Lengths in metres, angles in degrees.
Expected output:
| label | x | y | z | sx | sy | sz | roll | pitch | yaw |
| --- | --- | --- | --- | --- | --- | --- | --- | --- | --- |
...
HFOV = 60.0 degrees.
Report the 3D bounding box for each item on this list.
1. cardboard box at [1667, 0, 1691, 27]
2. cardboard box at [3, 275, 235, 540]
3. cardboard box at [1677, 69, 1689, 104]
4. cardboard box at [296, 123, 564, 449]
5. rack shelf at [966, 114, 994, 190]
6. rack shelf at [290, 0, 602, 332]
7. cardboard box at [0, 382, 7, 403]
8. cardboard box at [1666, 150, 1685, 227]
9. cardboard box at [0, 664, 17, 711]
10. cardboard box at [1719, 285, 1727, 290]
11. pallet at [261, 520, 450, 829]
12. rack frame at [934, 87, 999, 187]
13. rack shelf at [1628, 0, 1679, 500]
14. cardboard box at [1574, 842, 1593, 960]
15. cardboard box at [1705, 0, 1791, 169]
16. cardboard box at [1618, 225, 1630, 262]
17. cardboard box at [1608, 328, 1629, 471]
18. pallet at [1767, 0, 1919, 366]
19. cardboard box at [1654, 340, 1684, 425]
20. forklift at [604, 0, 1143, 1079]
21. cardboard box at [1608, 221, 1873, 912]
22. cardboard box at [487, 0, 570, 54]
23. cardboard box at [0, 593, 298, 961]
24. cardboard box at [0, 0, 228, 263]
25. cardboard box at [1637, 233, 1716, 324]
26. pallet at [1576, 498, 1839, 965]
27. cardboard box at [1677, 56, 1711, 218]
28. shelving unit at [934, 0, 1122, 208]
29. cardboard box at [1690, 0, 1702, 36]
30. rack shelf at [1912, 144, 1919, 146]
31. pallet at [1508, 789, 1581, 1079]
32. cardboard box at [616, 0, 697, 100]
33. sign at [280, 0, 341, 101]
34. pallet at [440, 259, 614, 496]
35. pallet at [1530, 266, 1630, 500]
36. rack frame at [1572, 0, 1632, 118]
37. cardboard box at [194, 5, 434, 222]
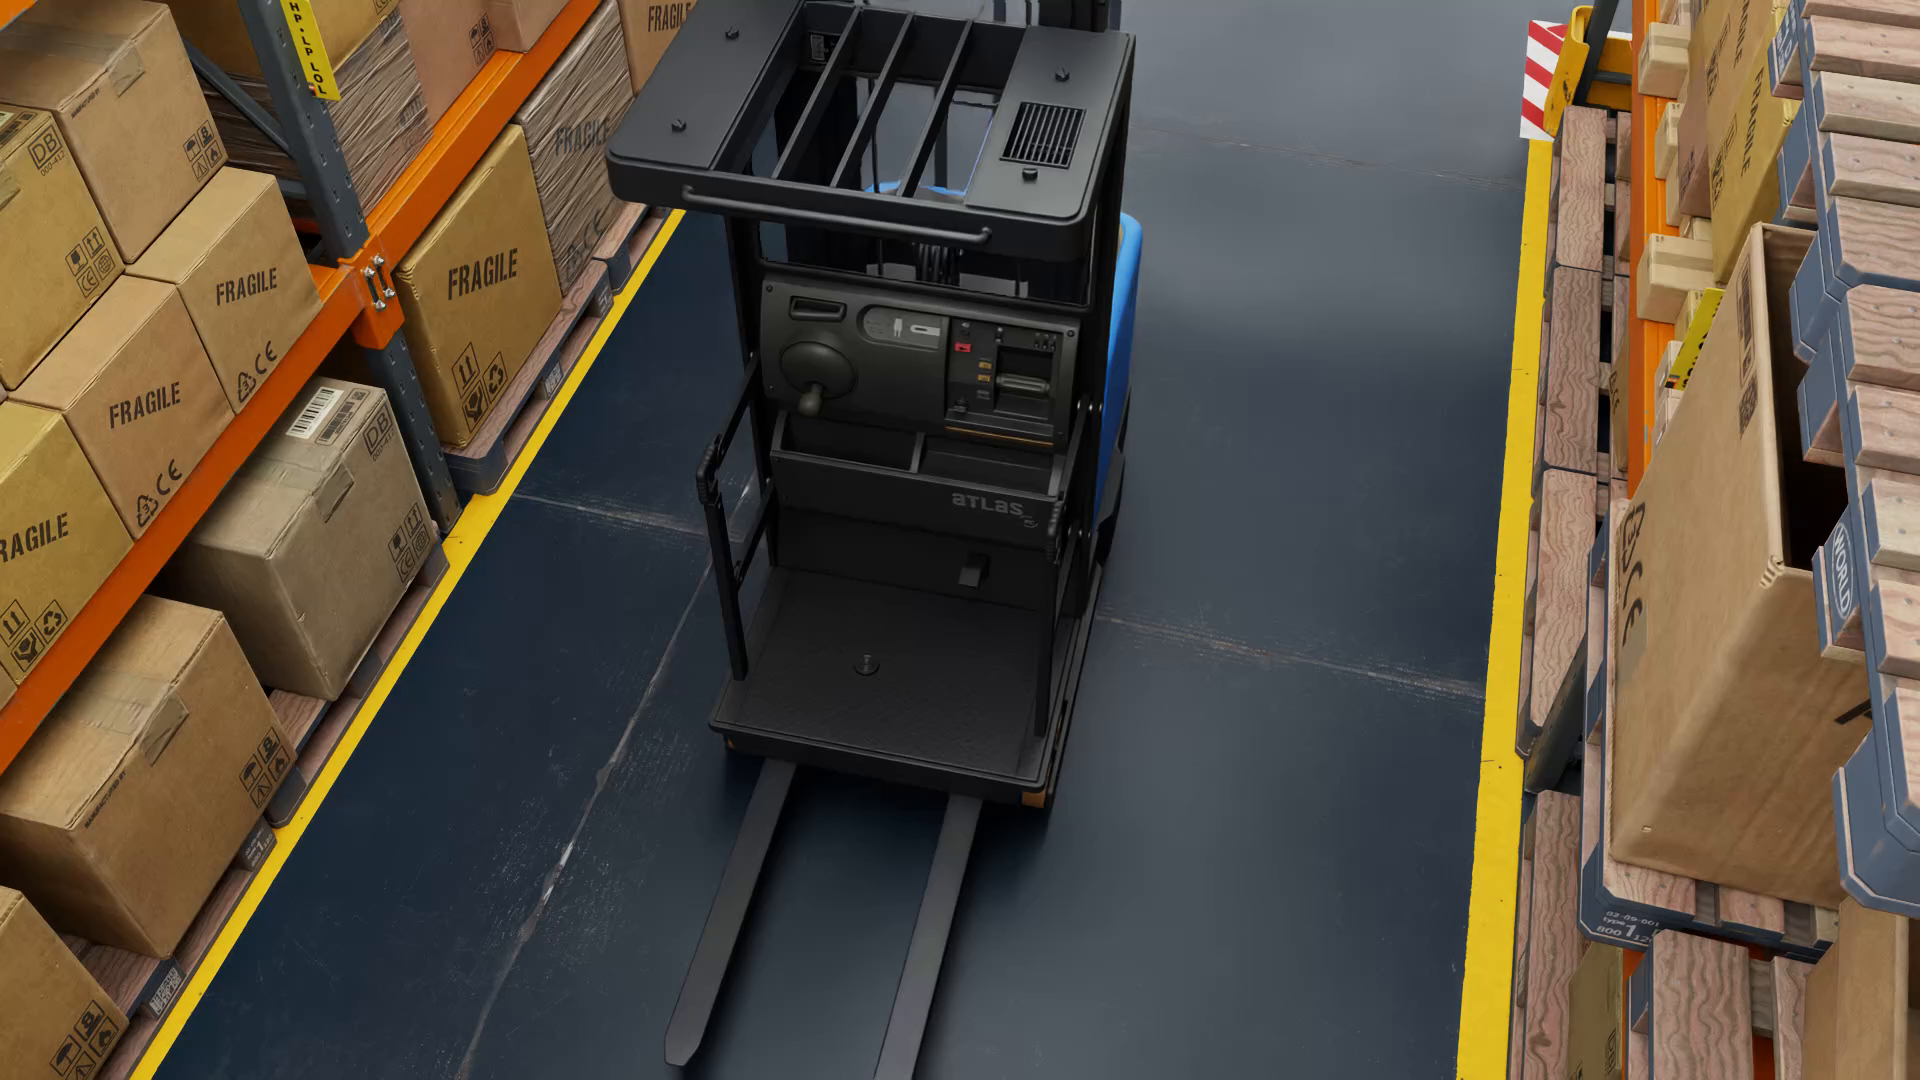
| label | x | y | z | sx | sy | sz | roll | pitch | yaw |
| --- | --- | --- | --- | --- | --- | --- | --- | --- | --- |
| cardboard box | 2.791 | -1.845 | 6.046 | 0.380 | 0.149 | 0.250 | 12 | 50 | 10 |
| cardboard box | -2.405 | -0.389 | 4.526 | 0.500 | 0.500 | 0.500 | 11 | 50 | 10 |
| cardboard box | 2.687 | -1.478 | 5.721 | 0.380 | 0.149 | 0.250 | 12 | 50 | 10 |
| cardboard box | -2.160 | -1.029 | 6.294 | 0.875 | 0.875 | 0.875 | 12 | 50 | 11 |
| rack shelf | 0.270 | -1.310 | 6.646 | 0.538 | 0.185 | 1.000 | 10 | 49 | 8 |
| rack shelf | -1.867 | -2.360 | 6.812 | 1.077 | 0.370 | 4.000 | 12 | 50 | 10 |
| cardboard box | -2.785 | -0.418 | 3.884 | 0.700 | 0.500 | 0.500 | 12 | 50 | 10 |
| cardboard box | 2.515 | -1.125 | 5.409 | 0.380 | 0.149 | 0.250 | 12 | 50 | 10 |
| cardboard box | -2.670 | 0.344 | 3.879 | 0.500 | 0.500 | 0.500 | 11 | 50 | 10 |
| cardboard box | 2.544 | -0.545 | 4.465 | 0.875 | 0.500 | 0.500 | 12 | 50 | 10 |
| pallet | -2.523 | 0.344 | 5.806 | 1.003 | 0.211 | 1.213 | 12 | 50 | 10 |
| rack frame | 0.158 | -1.058 | 6.183 | 0.500 | 1.500 | 0.032 | 10 | 49 | 8 |
| rack shelf | 2.892 | -1.308 | 5.884 | 1.077 | 0.370 | 4.000 | 12 | 50 | 10 |
| cardboard box | 2.183 | 1.022 | 4.722 | 0.700 | 0.500 | 0.500 | 8 | 49 | 7 |
| cardboard box | 2.349 | -1.304 | 4.468 | 0.500 | 0.500 | 0.500 | 12 | 50 | 10 |
| cardboard box | 3.113 | -1.417 | 6.887 | 0.500 | 0.500 | 0.500 | 24 | 53 | 20 |
| cardboard box | 2.740 | -0.573 | 6.143 | 0.500 | 0.500 | 0.500 | 8 | 49 | 7 |
| pallet | 2.100 | -0.605 | 2.908 | 1.213 | 0.211 | 1.003 | 12 | 50 | 10 |
| cardboard box | 2.213 | -0.409 | 4.778 | 0.380 | 0.149 | 0.250 | 12 | 50 | 10 |
| forklift | -0.169 | -0.409 | 4.656 | 1.130 | 2.935 | 3.031 | 10 | 49 | 8 |
| cardboard box | 2.021 | 0.110 | 3.472 | 1.000 | 1.000 | 1.000 | 12 | 50 | 10 |
| cardboard box | -1.929 | -2.240 | 6.127 | 0.875 | 0.550 | 0.550 | 12 | 50 | 10 |
| cardboard box | -2.727 | 0.617 | 4.925 | 1.050 | 0.750 | 0.750 | 12 | 50 | 10 |
| cardboard box | -2.518 | -1.155 | 4.536 | 0.700 | 0.500 | 0.500 | 11 | 49 | 9 |
| cardboard box | 2.295 | -0.781 | 5.106 | 0.380 | 0.149 | 0.250 | 12 | 50 | 10 |
| pallet | 2.024 | 0.488 | 3.947 | 1.003 | 0.211 | 1.213 | 12 | 50 | 10 |
| cardboard box | 2.744 | -1.281 | 5.115 | 0.875 | 0.500 | 0.500 | 12 | 50 | 10 |
| shelving unit | 0.270 | -1.429 | 6.511 | 0.538 | 1.500 | 1.048 | 10 | 49 | 8 |
| cardboard box | 3.058 | -1.994 | 5.744 | 0.875 | 0.500 | 0.500 | 12 | 50 | 10 |
| rack shelf | 1.839 | 0.592 | 2.206 | 1.077 | 0.370 | 4.000 | 12 | 50 | 10 |
| pallet | 2.162 | 1.386 | 4.886 | 1.003 | 0.211 | 1.213 | 12 | 50 | 10 |
| cardboard box | -1.685 | -2.341 | 7.452 | 0.875 | 0.875 | 0.875 | 11 | 49 | 9 |
| sign | -1.867 | -1.409 | 4.773 | 0.100 | 0.325 | 0.005 | 12 | 50 | 10 |
| pallet | -2.117 | -0.764 | 6.783 | 1.003 | 0.211 | 1.213 | 12 | 50 | 10 |
| pallet | 2.827 | -0.555 | 6.599 | 1.003 | 0.211 | 1.213 | 12 | 50 | 10 |
| rack frame | 3.418 | -2.993 | 6.891 | 1.000 | 3.000 | 0.127 | 12 | 50 | 10 |
| cardboard box | -2.307 | -1.471 | 5.447 | 0.875 | 0.550 | 0.550 | 12 | 50 | 10 |
